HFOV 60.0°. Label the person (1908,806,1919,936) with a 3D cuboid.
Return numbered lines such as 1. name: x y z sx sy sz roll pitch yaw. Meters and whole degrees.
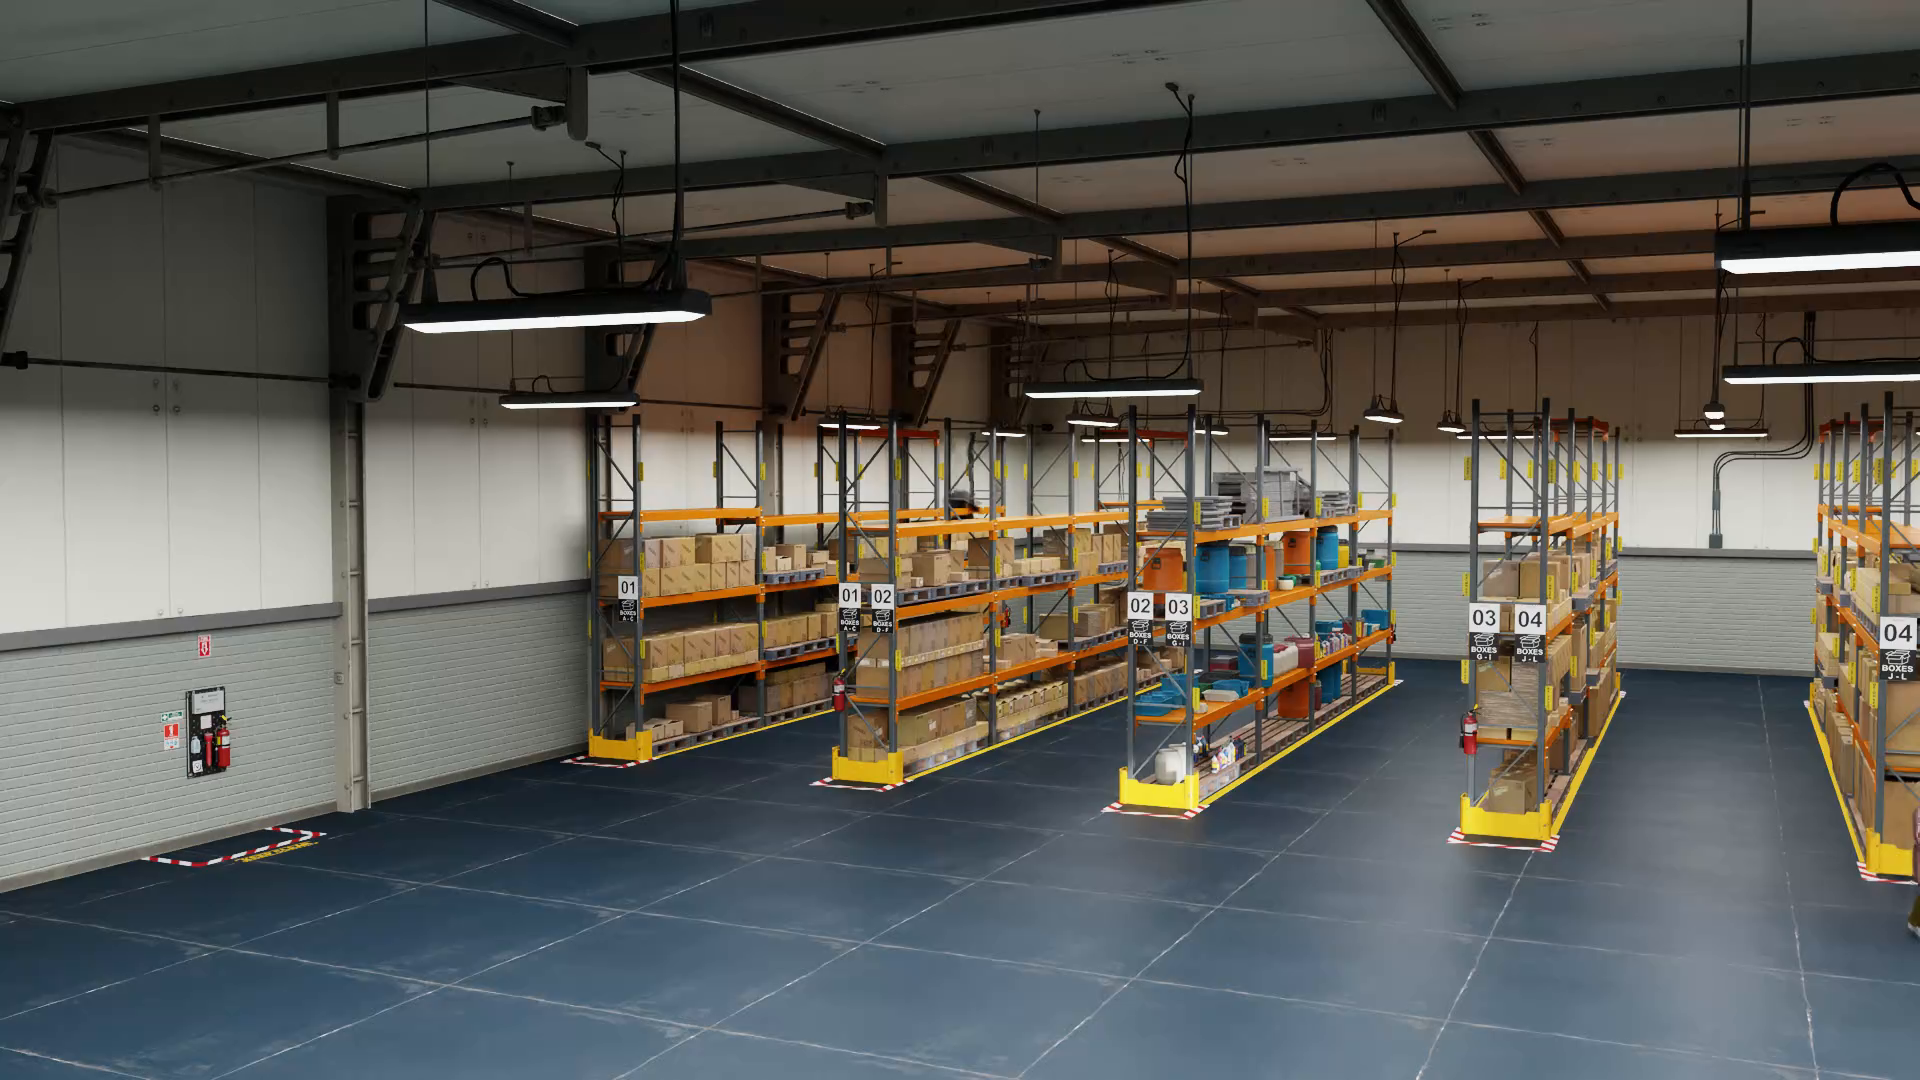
1. person: 10.391 3.395 17.649 0.759 1.726 0.793 -1 2 -19
